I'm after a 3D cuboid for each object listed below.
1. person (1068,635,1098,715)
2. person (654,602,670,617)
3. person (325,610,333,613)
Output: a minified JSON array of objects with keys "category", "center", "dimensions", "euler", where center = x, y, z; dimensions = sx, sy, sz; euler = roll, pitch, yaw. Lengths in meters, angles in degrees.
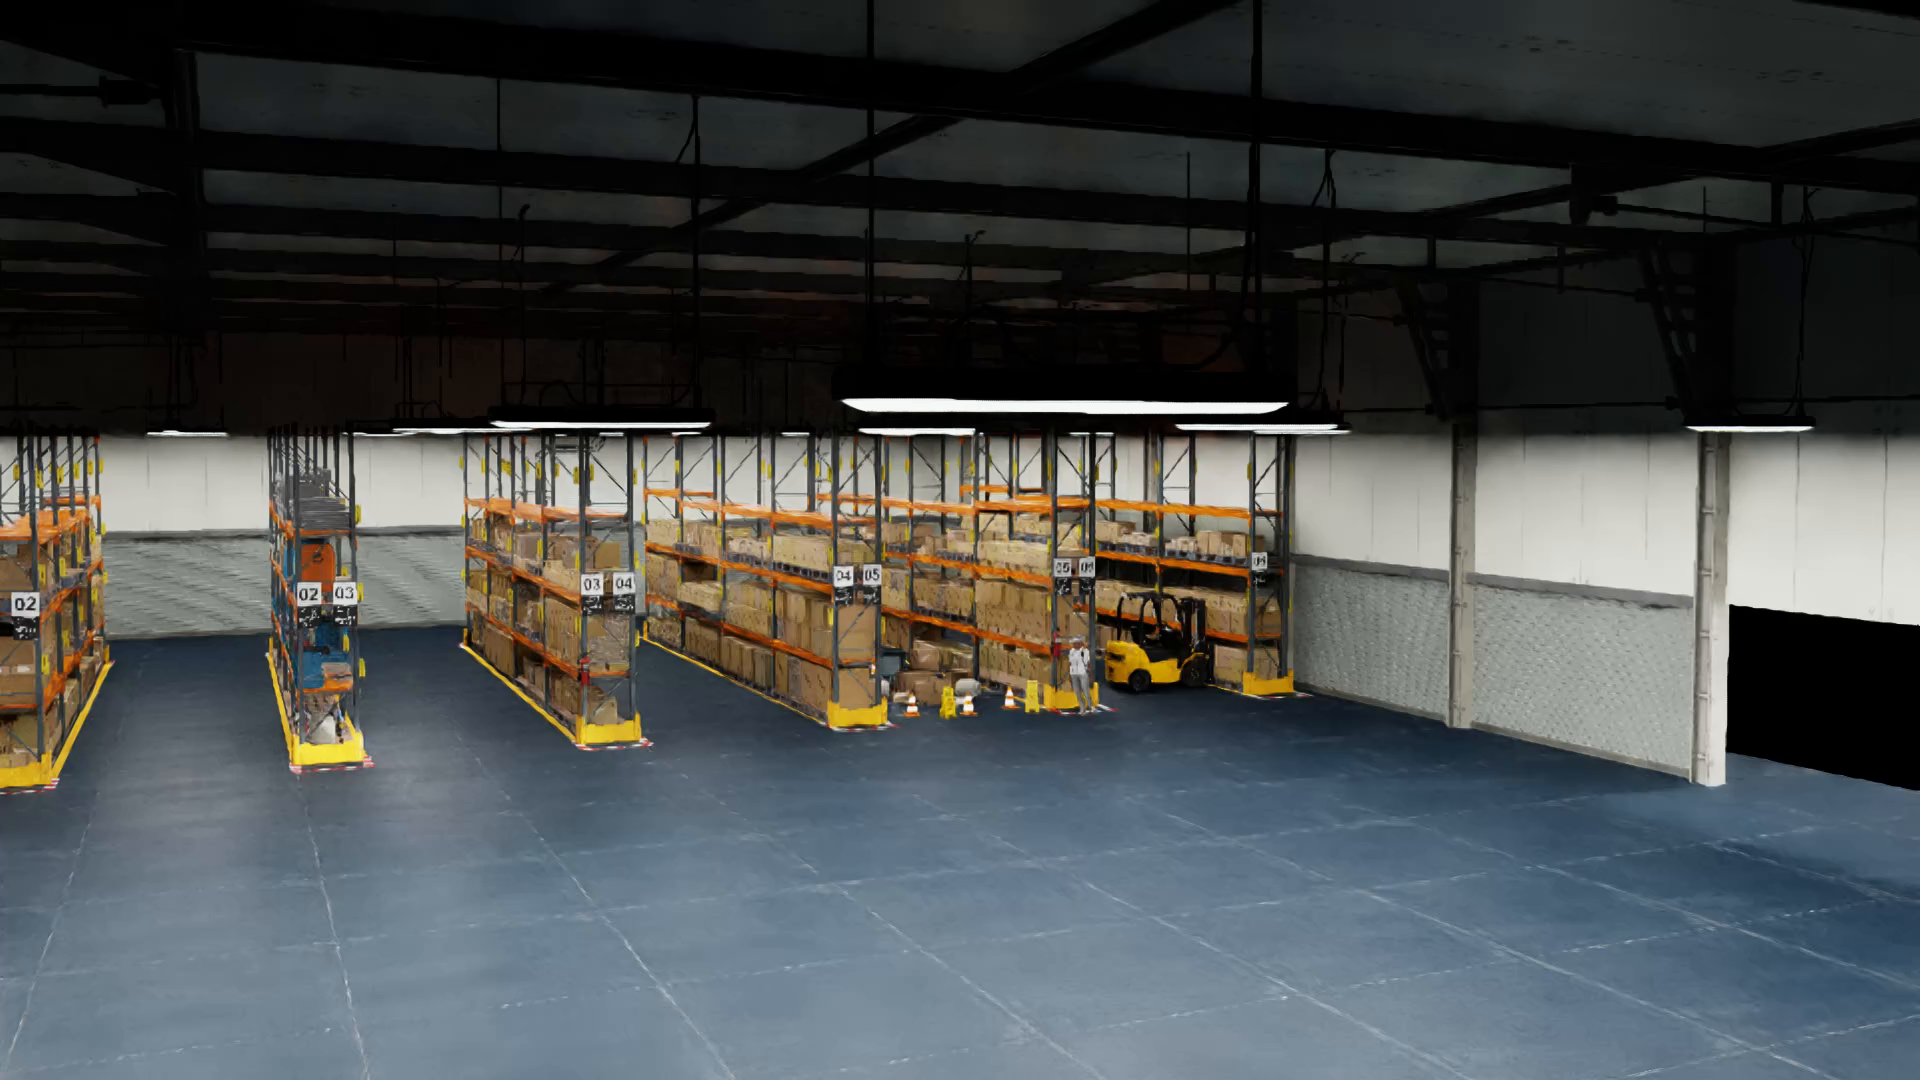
[{"category":"person","center":[2.538,2.787,34.303],"dimensions":[0.597,1.663,0.461],"euler":[1,4,23]},{"category":"person","center":[-9.384,1.661,52.348],"dimensions":[0.579,1.743,0.586],"euler":[1,4,13]},{"category":"person","center":[-16.559,2.369,43.463],"dimensions":[0.358,1.372,0.571],"euler":[0,4,-6]}]
